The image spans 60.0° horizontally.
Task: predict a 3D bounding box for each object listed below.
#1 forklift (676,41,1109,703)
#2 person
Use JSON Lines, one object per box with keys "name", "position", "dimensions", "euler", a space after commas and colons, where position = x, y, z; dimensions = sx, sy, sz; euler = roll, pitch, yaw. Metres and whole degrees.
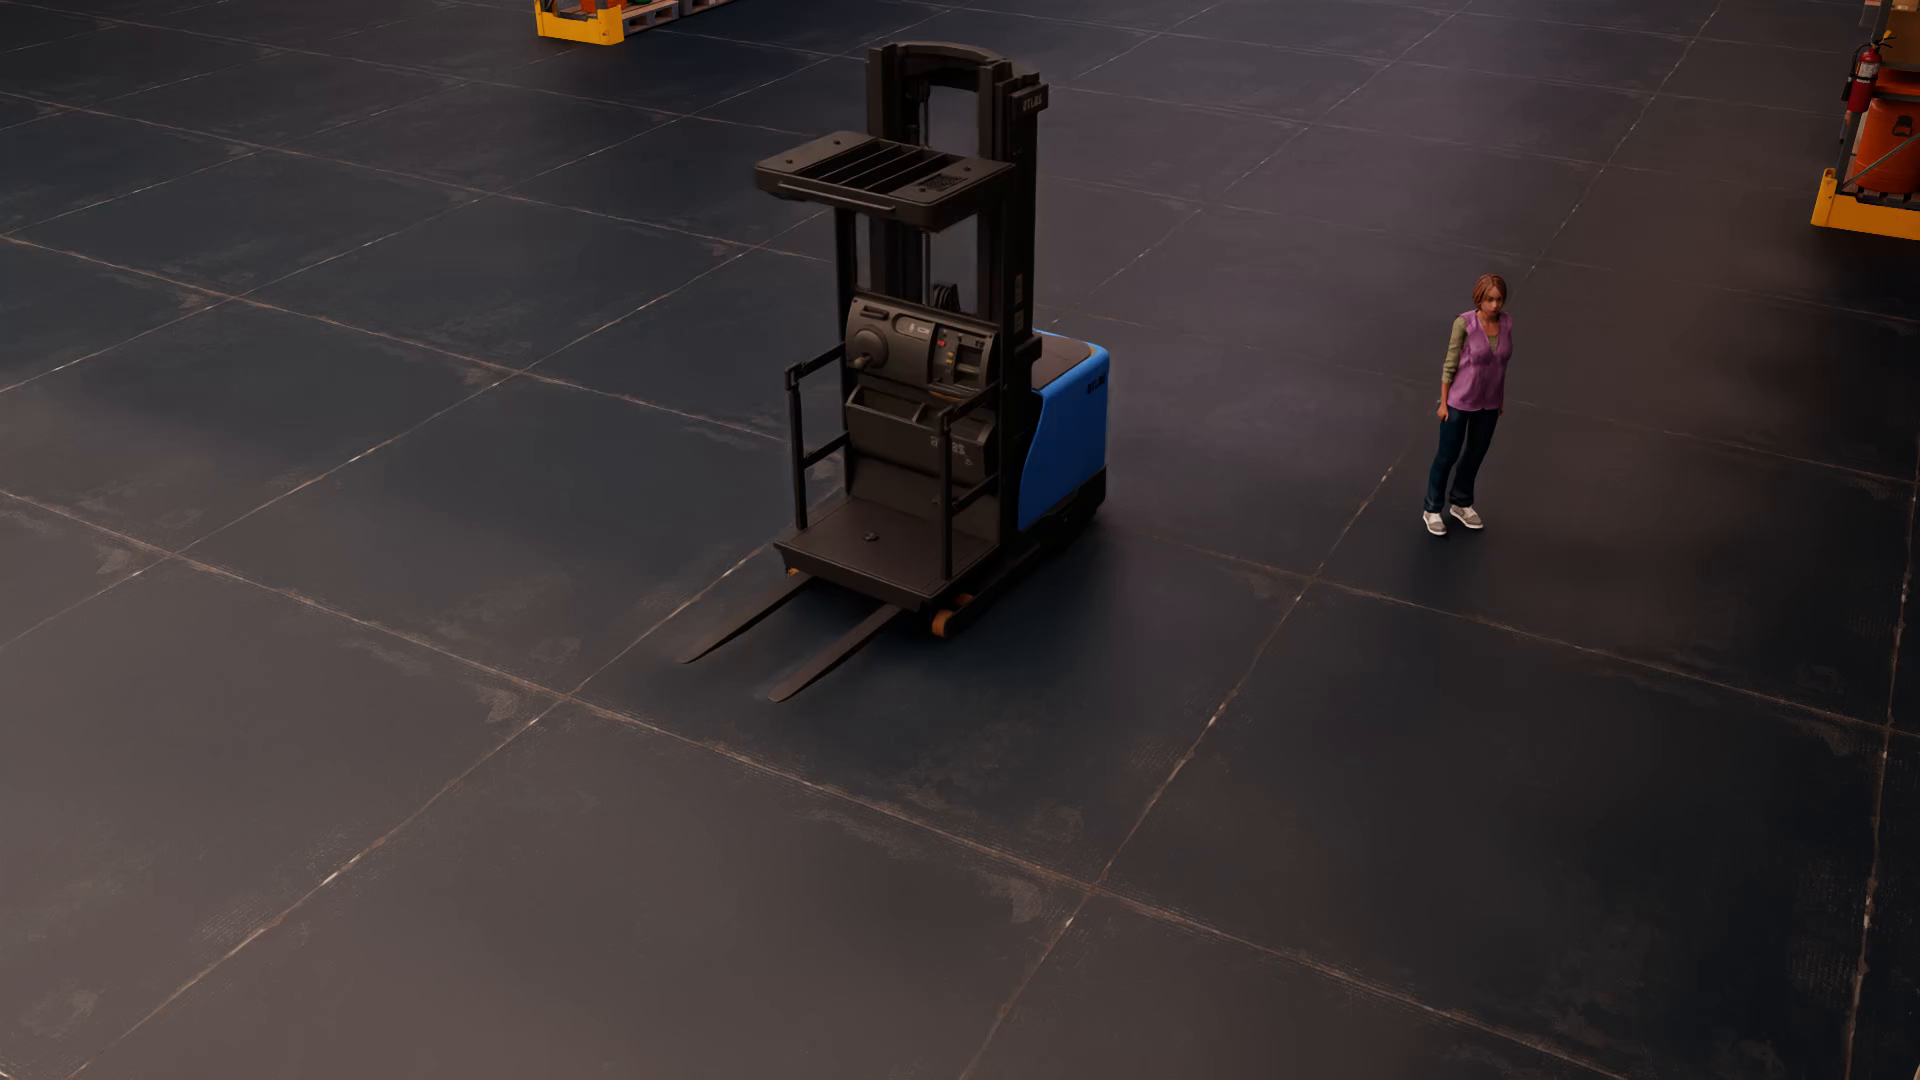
{"name": "forklift", "position": [-0.337, -0.999, 8.802], "dimensions": [1.130, 2.935, 3.031], "euler": [18, 35, 29]}
{"name": "person", "position": [3.016, -0.793, 9.791], "dimensions": [0.422, 1.588, 0.319], "euler": [-7, 31, -12]}
